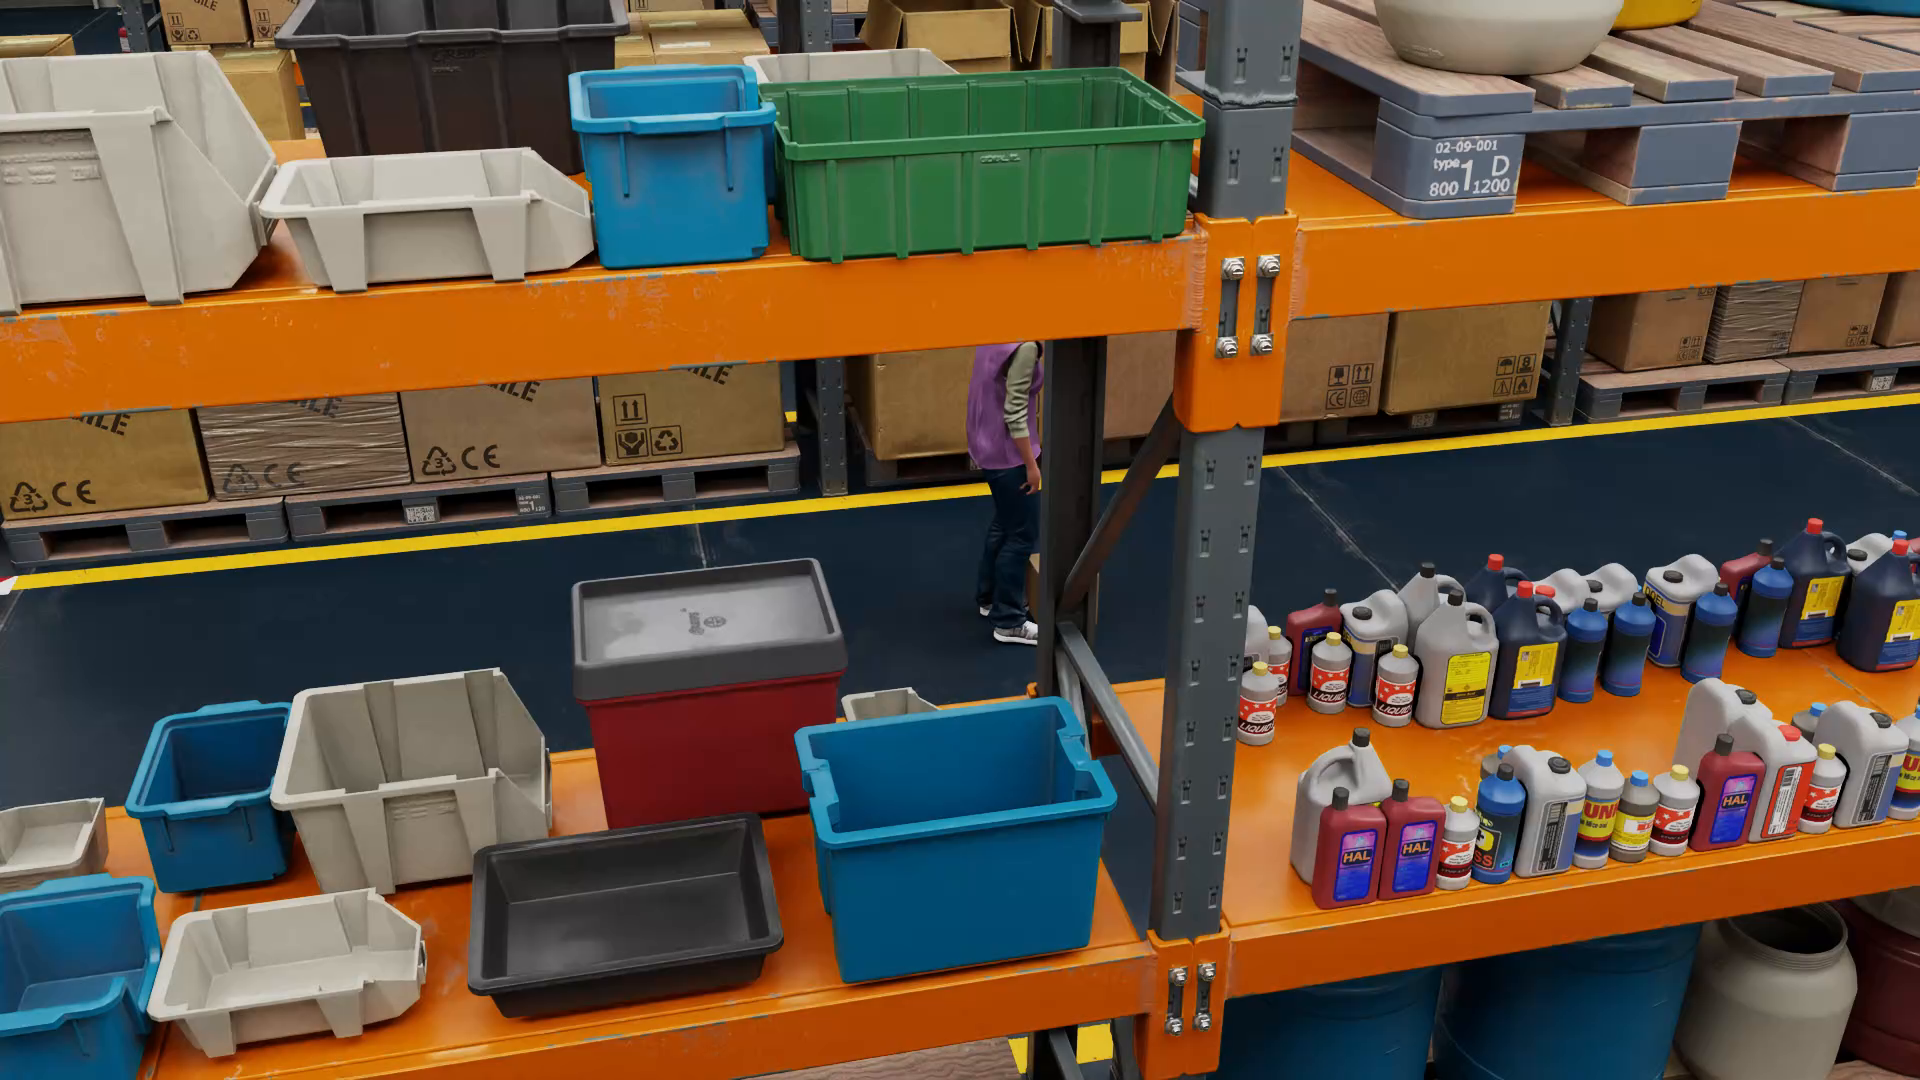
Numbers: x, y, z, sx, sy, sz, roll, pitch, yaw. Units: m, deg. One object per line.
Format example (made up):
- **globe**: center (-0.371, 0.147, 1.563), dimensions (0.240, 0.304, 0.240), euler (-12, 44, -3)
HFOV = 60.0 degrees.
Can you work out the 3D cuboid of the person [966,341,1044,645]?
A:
- **person**: center (0.210, -0.349, 6.822), dimensions (0.344, 1.582, 0.462), euler (-6, 28, -11)
